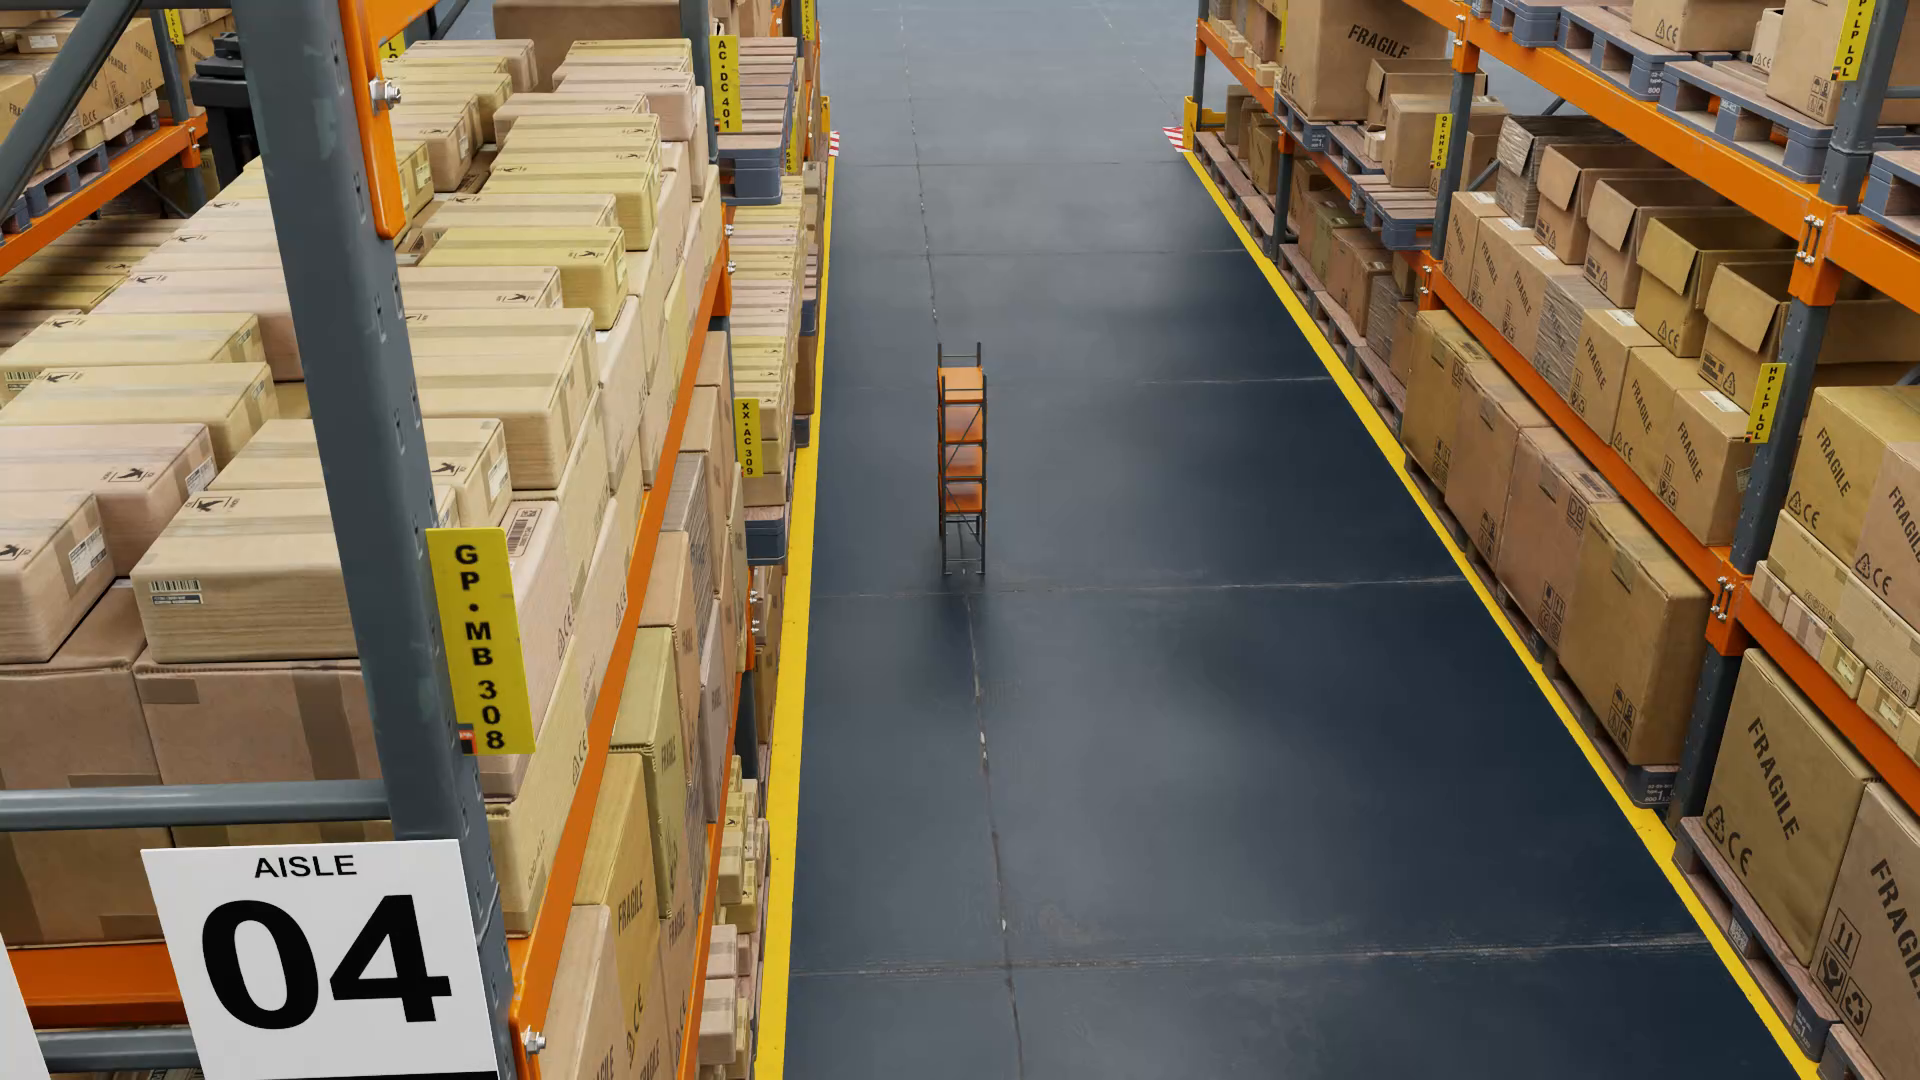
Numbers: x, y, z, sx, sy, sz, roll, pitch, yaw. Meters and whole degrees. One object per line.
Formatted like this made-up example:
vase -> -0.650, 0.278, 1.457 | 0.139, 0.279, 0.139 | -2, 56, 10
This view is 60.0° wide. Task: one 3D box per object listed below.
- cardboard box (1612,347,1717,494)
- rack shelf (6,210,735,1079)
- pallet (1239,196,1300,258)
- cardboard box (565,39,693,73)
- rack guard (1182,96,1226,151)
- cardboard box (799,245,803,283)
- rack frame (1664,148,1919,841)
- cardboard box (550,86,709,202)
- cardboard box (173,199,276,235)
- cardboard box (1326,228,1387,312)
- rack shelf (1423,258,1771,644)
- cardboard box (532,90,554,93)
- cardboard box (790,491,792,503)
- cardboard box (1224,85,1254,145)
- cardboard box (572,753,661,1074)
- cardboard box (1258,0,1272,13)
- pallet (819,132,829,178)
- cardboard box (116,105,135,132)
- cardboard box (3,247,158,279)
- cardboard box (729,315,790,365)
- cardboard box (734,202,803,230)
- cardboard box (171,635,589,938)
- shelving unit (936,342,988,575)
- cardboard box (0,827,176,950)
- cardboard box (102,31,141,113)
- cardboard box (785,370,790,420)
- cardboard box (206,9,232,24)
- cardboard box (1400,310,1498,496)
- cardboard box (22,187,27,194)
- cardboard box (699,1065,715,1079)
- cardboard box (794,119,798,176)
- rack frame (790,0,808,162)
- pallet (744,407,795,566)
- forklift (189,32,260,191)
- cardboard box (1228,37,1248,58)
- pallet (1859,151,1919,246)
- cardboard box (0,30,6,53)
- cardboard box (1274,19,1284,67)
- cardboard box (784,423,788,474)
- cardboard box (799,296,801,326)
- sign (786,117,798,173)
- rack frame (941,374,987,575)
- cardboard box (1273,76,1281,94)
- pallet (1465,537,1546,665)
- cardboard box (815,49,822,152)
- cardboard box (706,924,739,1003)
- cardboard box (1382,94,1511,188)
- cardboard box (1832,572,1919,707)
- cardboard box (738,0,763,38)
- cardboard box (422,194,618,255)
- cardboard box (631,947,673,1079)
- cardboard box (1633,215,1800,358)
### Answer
cardboard box -> 3.295, -0.541, 7.436 | 0.500, 0.500, 0.500 | -1, 28, -1
rack shelf -> -1.243, -0.073, 4.181 | 1.077, 0.370, 4.000 | -1, 28, -3
pallet -> 3.123, -2.826, 14.941 | 1.003, 0.211, 1.213 | -1, 28, -3
cardboard box -> -1.057, -1.510, 5.348 | 0.380, 0.149, 0.250 | -3, 28, -5
rack guard -> 2.989, -4.457, 17.755 | 1.175, 0.500, 0.348 | -1, 28, -3
cardboard box -> -1.031, -1.462, 8.806 | 0.380, 0.149, 0.250 | -1, 28, -3
rack frame -> 3.611, -0.059, 6.619 | 1.000, 3.000, 0.127 | -1, 28, -3
cardboard box -> -1.069, -1.264, 5.307 | 0.500, 0.250, 0.500 | -3, 28, -5
cardboard box -> -1.507, -0.658, 3.715 | 0.380, 0.149, 0.250 | -2, 28, -4
cardboard box -> 3.240, -2.077, 12.716 | 0.700, 0.500, 0.500 | -4, 28, -7
rack shelf -> 3.507, -0.664, 8.556 | 1.077, 0.370, 4.000 | -1, 28, -3
cardboard box -> -1.562, -1.243, 5.267 | 0.500, 0.250, 0.500 | 0, 28, -1
cardboard box -> -1.237, -0.373, 9.471 | 0.500, 0.500, 0.500 | 0, 28, -1
cardboard box -> 3.001, -4.390, 17.172 | 0.500, 0.500, 0.500 | 4, 28, 7
cardboard box -> -0.929, 0.795, 3.470 | 0.500, 0.500, 0.500 | -1, 28, -1
cardboard box -> 2.868, -4.805, 14.208 | 0.500, 0.500, 0.500 | -1, 28, -3
pallet -> -1.854, -3.924, 17.045 | 1.003, 0.211, 1.213 | -1, 28, -3
cardboard box -> -6.355, -3.117, 12.301 | 0.380, 0.149, 0.250 | -2, 28, -3
cardboard box -> -6.632, -1.961, 12.654 | 0.950, 0.372, 0.625 | 0, 28, 1
cardboard box -> -0.950, -0.880, 7.367 | 0.380, 0.149, 0.250 | -2, 28, -3
cardboard box -> -1.048, -1.719, 8.977 | 0.380, 0.149, 0.250 | -1, 28, -1
cardboard box -> -0.906, 0.385, 2.688 | 0.500, 0.250, 0.500 | 0, 28, -1
shelving unit -> 0.009, -0.456, 9.326 | 0.258, 1.200, 0.503 | -1, 28, -3
cardboard box -> -1.426, 0.394, 2.669 | 0.500, 0.250, 0.500 | -2, 28, -4
cardboard box -> -6.422, -3.440, 12.218 | 0.500, 0.500, 0.500 | -1, 28, -2
cardboard box -> -0.938, -0.624, 7.199 | 0.380, 0.149, 0.250 | -1, 28, -1
cardboard box -> -6.514, -4.578, 13.774 | 0.700, 0.500, 0.500 | -1, 28, -2
cardboard box -> 3.418, -0.831, 9.943 | 1.225, 0.875, 0.875 | -3, 28, -5
cardboard box -> -6.269, -2.283, 10.700 | 0.380, 0.149, 0.250 | -1, 28, -2
cardboard box -> -1.013, 1.706, 5.543 | 0.380, 0.149, 0.250 | -3, 28, -5
cardboard box -> -1.365, -2.559, 11.304 | 0.500, 0.500, 0.500 | -1, 28, -3
rack frame -> -1.765, -3.680, 13.563 | 1.000, 3.000, 0.127 | -1, 28, -3
pallet -> -1.242, -0.257, 7.207 | 1.003, 0.211, 1.213 | -1, 28, -3
forklift -> -3.330, -1.389, 9.244 | 1.130, 2.935, 3.031 | -4, 28, -7
cardboard box -> 2.743, -4.657, 15.707 | 0.380, 0.149, 0.250 | -1, 28, -3
pallet -> 3.644, -0.971, 5.221 | 1.003, 0.211, 1.213 | -1, 28, -3
cardboard box -> -6.872, -3.439, 11.515 | 0.380, 0.149, 0.250 | 0, 28, 0
cardboard box -> 3.241, -4.371, 14.456 | 0.875, 0.500, 0.500 | -1, 28, -3
cardboard box -> -0.929, -0.381, 7.055 | 0.380, 0.149, 0.250 | -1, 28, -2
cardboard box -> -1.021, -1.218, 8.660 | 0.380, 0.149, 0.250 | -3, 28, -5
sign -> -1.015, -2.329, 9.805 | 0.100, 0.325, 0.005 | -1, 28, -3
rack frame -> 0.021, -0.343, 9.110 | 0.240, 1.200, 0.015 | -1, 28, -3
cardboard box -> 2.885, -3.850, 14.159 | 0.380, 0.149, 0.250 | -1, 28, -3
pallet -> 3.429, 0.258, 9.027 | 1.003, 0.211, 1.213 | -1, 28, -3
cardboard box -> -1.872, -4.460, 16.901 | 0.875, 0.875, 0.875 | -1, 28, -2
cardboard box -> -0.954, 1.463, 5.687 | 0.380, 0.149, 0.250 | -3, 28, -5
cardboard box -> 3.205, -2.640, 11.007 | 0.700, 0.500, 0.500 | 3, 28, 5
cardboard box -> 3.395, 0.329, 5.716 | 0.500, 0.250, 0.500 | -2, 28, -3
cardboard box -> -1.211, -2.488, 7.925 | 0.500, 0.500, 0.500 | -1, 28, -3
cardboard box -> -0.979, -0.674, 3.744 | 0.380, 0.149, 0.250 | 0, 28, -1
cardboard box -> -0.939, 1.225, 3.728 | 0.500, 0.500, 0.500 | -1, 28, -3
cardboard box -> 3.545, -1.160, 7.537 | 0.797, 0.503, 0.637 | -1, 28, -2
